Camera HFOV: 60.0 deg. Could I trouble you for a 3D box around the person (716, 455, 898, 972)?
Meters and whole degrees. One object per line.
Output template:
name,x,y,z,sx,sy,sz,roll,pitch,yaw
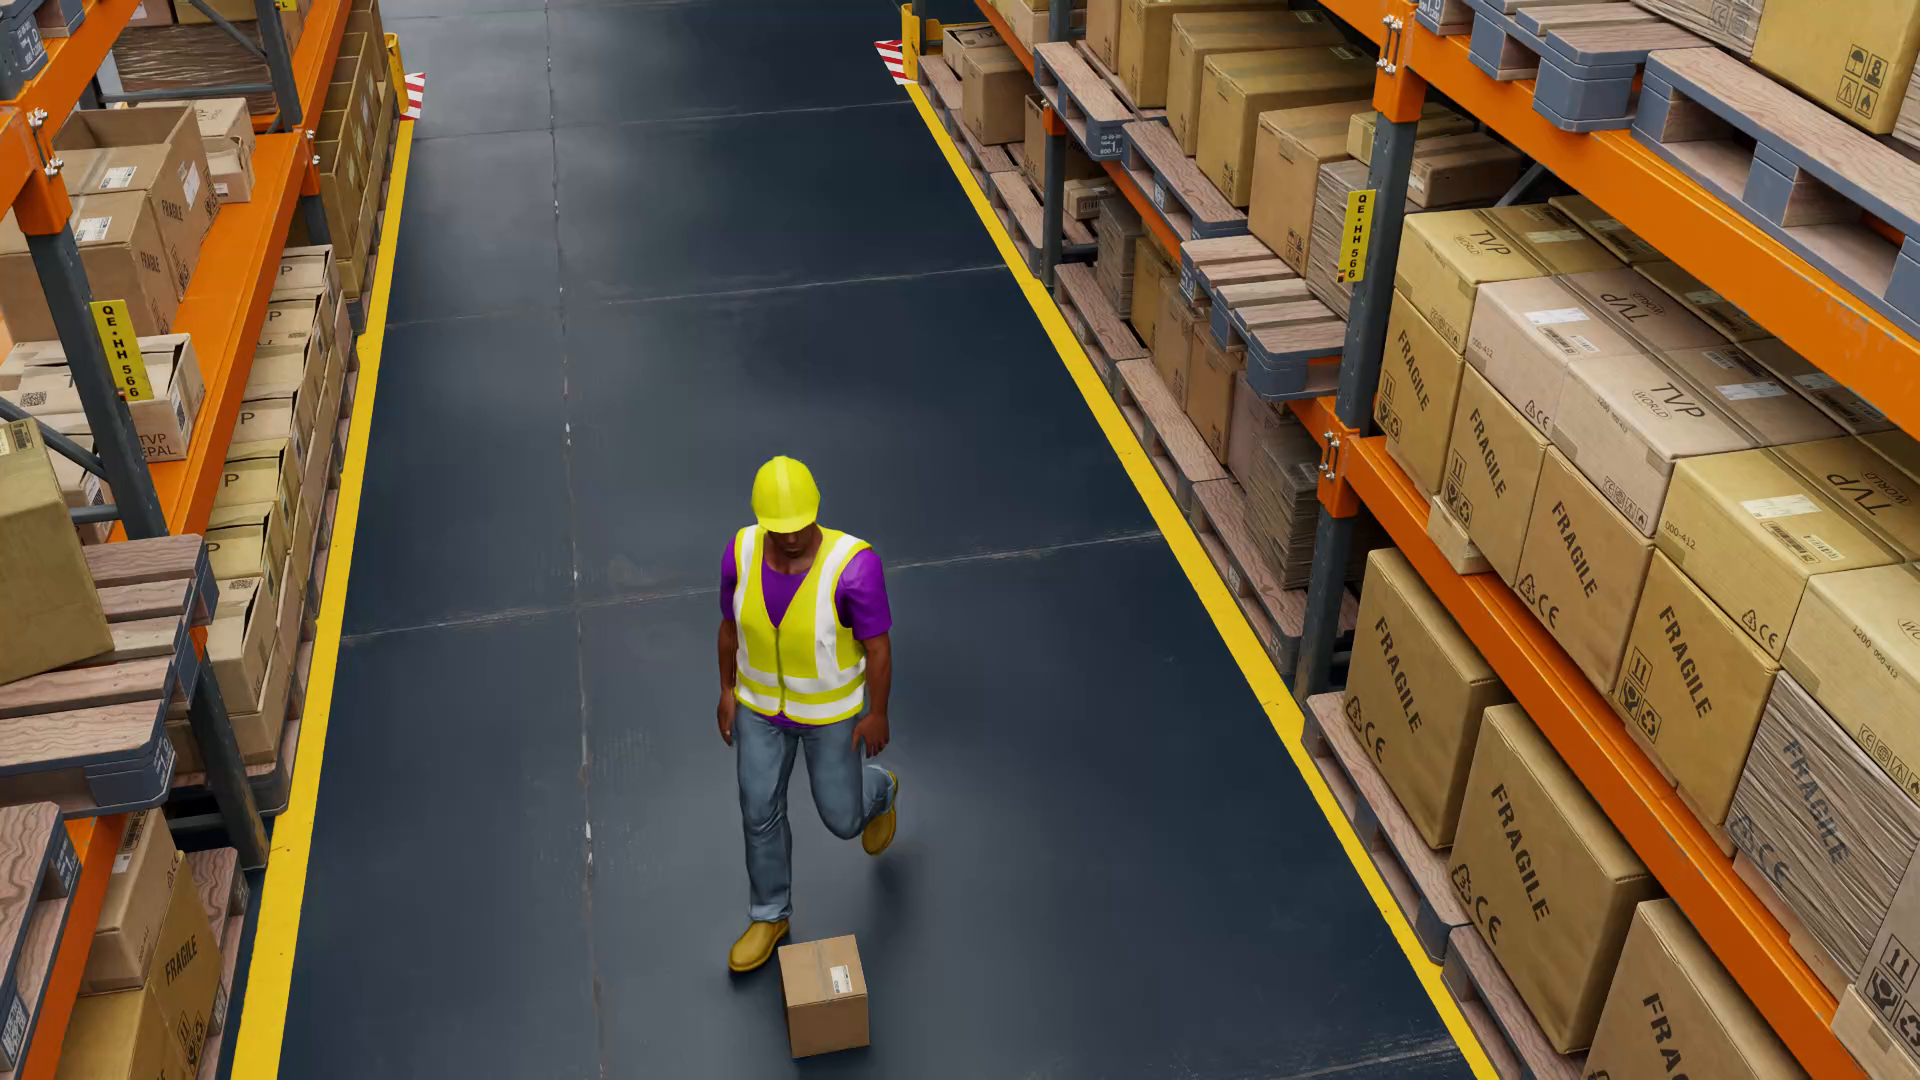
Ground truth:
person,-0.524,0.542,5.345,0.598,1.738,0.840,10,35,14
